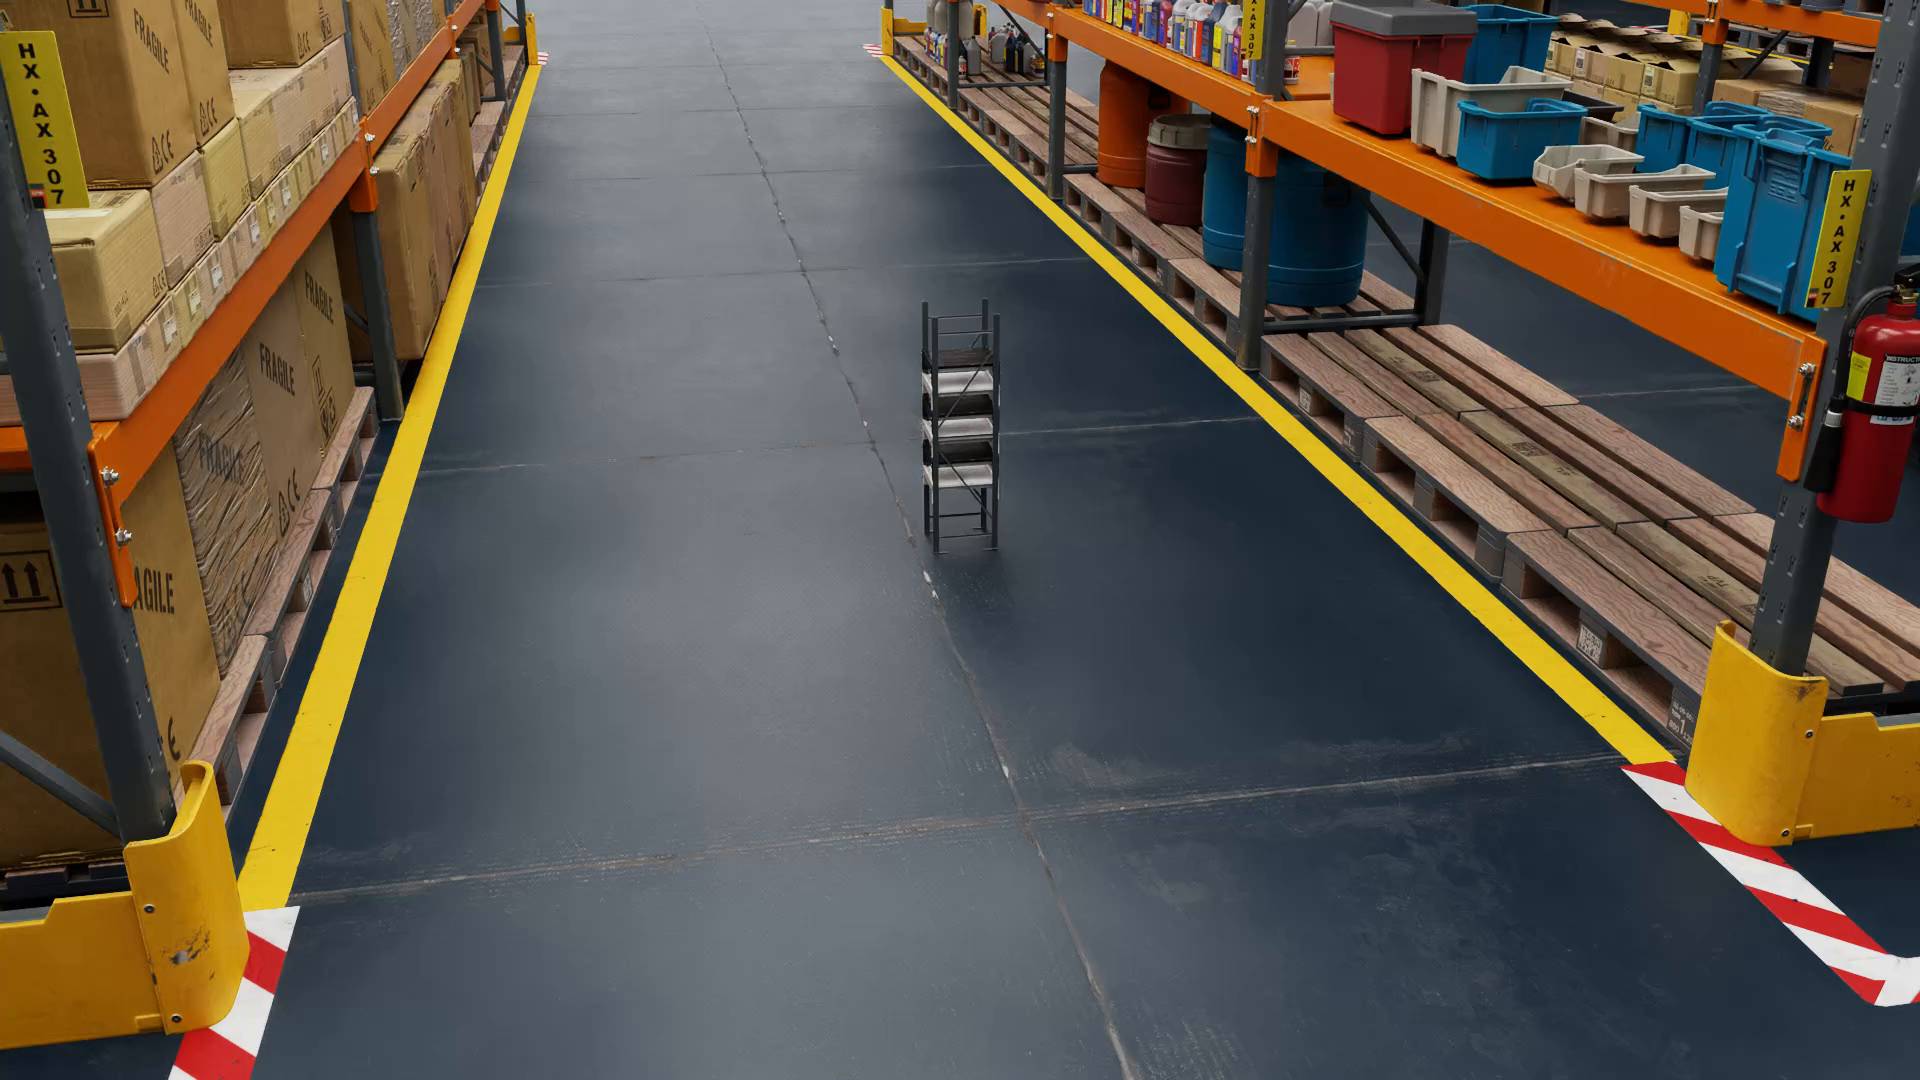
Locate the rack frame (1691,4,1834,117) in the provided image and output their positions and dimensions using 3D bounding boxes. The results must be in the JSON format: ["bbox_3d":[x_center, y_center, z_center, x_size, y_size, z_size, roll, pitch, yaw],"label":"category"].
[{"bbox_3d":[5.994,-4.190,12.096,1.000,3.000,0.127,-4,24,-10],"label":"rack frame"}]

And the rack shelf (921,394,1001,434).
[{"bbox_3d":[0.001,-0.461,6.040,0.258,0.077,0.200,-4,24,-10],"label":"rack shelf"}]

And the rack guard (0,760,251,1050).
[{"bbox_3d":[-2.259,0.843,3.695,1.175,0.500,0.348,-4,24,-10],"label":"rack guard"}]

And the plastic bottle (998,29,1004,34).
[{"bbox_3d":[0.462,-5.079,16.986,0.152,0.276,0.135,-5,24,-11],"label":"plastic bottle"}]

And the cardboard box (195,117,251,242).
[{"bbox_3d":[-2.278,-0.990,4.585,0.500,0.250,0.500,-5,24,-12],"label":"cardboard box"}]

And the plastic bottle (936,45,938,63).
[{"bbox_3d":[-0.187,-4.861,16.578,0.097,0.201,0.097,0,24,0],"label":"plastic bottle"}]

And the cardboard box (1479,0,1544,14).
[{"bbox_3d":[5.476,-5.245,16.485,0.500,0.500,0.500,-4,24,-10],"label":"cardboard box"}]

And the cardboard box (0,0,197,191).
[{"bbox_3d":[-2.179,-1.128,3.965,0.500,0.500,0.500,-5,24,-11],"label":"cardboard box"}]

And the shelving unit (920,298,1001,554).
[{"bbox_3d":[0.001,-0.409,6.063,0.258,0.900,0.210,-4,24,-10],"label":"shelving unit"}]

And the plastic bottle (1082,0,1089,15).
[{"bbox_3d":[0.888,-3.574,10.840,0.152,0.276,0.135,-4,24,-10],"label":"plastic bottle"}]

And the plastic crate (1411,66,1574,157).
[{"bbox_3d":[1.966,-1.611,6.263,0.437,0.282,0.530,-4,24,-10],"label":"plastic crate"}]

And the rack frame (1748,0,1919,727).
[{"bbox_3d":[2.604,-0.678,4.055,1.000,3.000,0.127,-4,24,-10],"label":"rack frame"}]

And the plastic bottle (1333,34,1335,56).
[{"bbox_3d":[2.052,-2.723,8.883,0.061,0.283,0.133,-4,24,-10],"label":"plastic bottle"}]

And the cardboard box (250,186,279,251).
[{"bbox_3d":[-2.290,-0.966,5.027,0.380,0.149,0.250,-5,24,-11],"label":"cardboard box"}]

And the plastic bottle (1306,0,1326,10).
[{"bbox_3d":[1.940,-2.860,9.207,0.152,0.276,0.135,-4,24,-10],"label":"plastic bottle"}]

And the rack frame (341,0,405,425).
[{"bbox_3d":[-3.003,-1.885,6.818,1.000,3.000,0.127,-4,24,-10],"label":"rack frame"}]

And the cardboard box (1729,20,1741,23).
[{"bbox_3d":[9.422,-6.395,19.955,0.500,0.311,0.500,-7,25,-16],"label":"cardboard box"}]

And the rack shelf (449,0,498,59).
[{"bbox_3d":[-4.112,-3.915,12.366,1.077,0.370,4.000,-4,24,-10],"label":"rack shelf"}]

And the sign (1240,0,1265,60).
[{"bbox_3d":[1.324,-2.338,7.511,0.100,0.325,0.005,-4,24,-10],"label":"sign"}]

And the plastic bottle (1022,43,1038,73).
[{"bbox_3d":[0.671,-4.635,15.967,0.152,0.276,0.135,-3,24,-8],"label":"plastic bottle"}]

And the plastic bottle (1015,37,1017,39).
[{"bbox_3d":[0.545,-4.827,16.414,0.097,0.271,0.097,0,24,0],"label":"plastic bottle"}]

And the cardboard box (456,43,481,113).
[{"bbox_3d":[-4.390,-3.845,13.879,0.700,0.500,0.500,-6,24,-14],"label":"cardboard box"}]

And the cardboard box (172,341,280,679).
[{"bbox_3d":[-2.628,-0.134,4.939,0.875,0.875,0.875,-4,24,-10],"label":"cardboard box"}]

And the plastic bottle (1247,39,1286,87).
[{"bbox_3d":[1.474,-2.326,7.983,0.152,0.276,0.135,-4,24,-10],"label":"plastic bottle"}]

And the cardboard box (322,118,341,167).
[{"bbox_3d":[-2.529,-1.472,6.186,0.380,0.149,0.250,-5,24,-11],"label":"cardboard box"}]

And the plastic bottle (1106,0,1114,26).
[{"bbox_3d":[0.953,-3.339,10.294,0.061,0.283,0.133,-4,24,-10],"label":"plastic bottle"}]

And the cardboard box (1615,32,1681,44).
[{"bbox_3d":[5.892,-4.216,14.366,0.500,0.311,0.500,-5,24,-10],"label":"cardboard box"}]

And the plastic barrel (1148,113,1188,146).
[{"bbox_3d":[1.425,-2.471,10.743,0.421,0.512,0.421,0,24,0],"label":"plastic barrel"}]

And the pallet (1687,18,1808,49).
[{"bbox_3d":[9.512,-6.075,19.896,1.003,0.211,1.213,-4,24,-10],"label":"pallet"}]

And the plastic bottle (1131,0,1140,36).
[{"bbox_3d":[1.056,-3.119,9.791,0.061,0.283,0.133,-4,24,-10],"label":"plastic bottle"}]

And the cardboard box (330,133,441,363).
[{"bbox_3d":[-3.141,-1.354,7.733,1.225,0.875,0.875,-4,24,-10],"label":"cardboard box"}]

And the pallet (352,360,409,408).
[{"bbox_3d":[-3.219,-0.905,8.059,1.003,0.211,1.213,-4,24,-10],"label":"pallet"}]

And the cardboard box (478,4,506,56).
[{"bbox_3d":[-4.978,-5.173,16.944,0.500,0.500,0.500,2,24,4],"label":"cardboard box"}]

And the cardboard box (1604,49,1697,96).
[{"bbox_3d":[5.552,-3.771,13.347,0.500,0.311,0.500,-5,24,-11],"label":"cardboard box"}]

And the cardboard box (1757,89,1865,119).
[{"bbox_3d":[5.899,-2.840,11.579,0.500,0.500,0.500,-5,24,-12],"label":"cardboard box"}]

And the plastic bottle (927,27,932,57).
[{"bbox_3d":[-0.301,-5.102,17.028,0.061,0.283,0.133,-4,24,-9],"label":"plastic bottle"}]

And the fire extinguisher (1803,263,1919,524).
[{"bbox_3d":[2.186,-0.379,3.932,0.296,0.674,0.183,-4,24,-10],"label":"fire extinguisher"}]

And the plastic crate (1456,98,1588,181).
[{"bbox_3d":[1.973,-1.418,5.883,0.416,0.233,0.300,-4,24,-10],"label":"plastic crate"}]

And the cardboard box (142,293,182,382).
[{"bbox_3d":[-2.053,-0.461,3.873,0.380,0.149,0.250,-5,24,-11],"label":"cardboard box"}]

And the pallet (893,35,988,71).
[{"bbox_3d":[-0.149,-5.347,18.230,1.003,0.211,1.213,-4,24,-10],"label":"pallet"}]

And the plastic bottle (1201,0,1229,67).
[{"bbox_3d":[1.339,-2.639,8.606,0.144,0.351,0.185,-4,24,-10],"label":"plastic bottle"}]

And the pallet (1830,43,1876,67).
[{"bbox_3d":[9.963,-5.115,17.698,1.003,0.211,1.213,-4,24,-10],"label":"pallet"}]

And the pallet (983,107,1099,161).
[{"bbox_3d":[0.798,-3.334,13.619,1.003,0.211,1.213,-4,24,-10],"label":"pallet"}]

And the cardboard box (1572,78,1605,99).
[{"bbox_3d":[5.468,-3.712,13.912,0.500,0.250,0.500,-4,24,-9],"label":"cardboard box"}]

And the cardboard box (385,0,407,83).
[{"bbox_3d":[-3.028,-2.525,8.158,0.500,0.500,0.500,-5,24,-11],"label":"cardboard box"}]

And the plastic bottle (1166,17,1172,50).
[{"bbox_3d":[1.197,-2.821,9.211,0.097,0.201,0.097,0,24,0],"label":"plastic bottle"}]

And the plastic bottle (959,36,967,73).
[{"bbox_3d":[-0.017,-4.618,15.836,0.144,0.351,0.185,-5,24,-11],"label":"plastic bottle"}]
